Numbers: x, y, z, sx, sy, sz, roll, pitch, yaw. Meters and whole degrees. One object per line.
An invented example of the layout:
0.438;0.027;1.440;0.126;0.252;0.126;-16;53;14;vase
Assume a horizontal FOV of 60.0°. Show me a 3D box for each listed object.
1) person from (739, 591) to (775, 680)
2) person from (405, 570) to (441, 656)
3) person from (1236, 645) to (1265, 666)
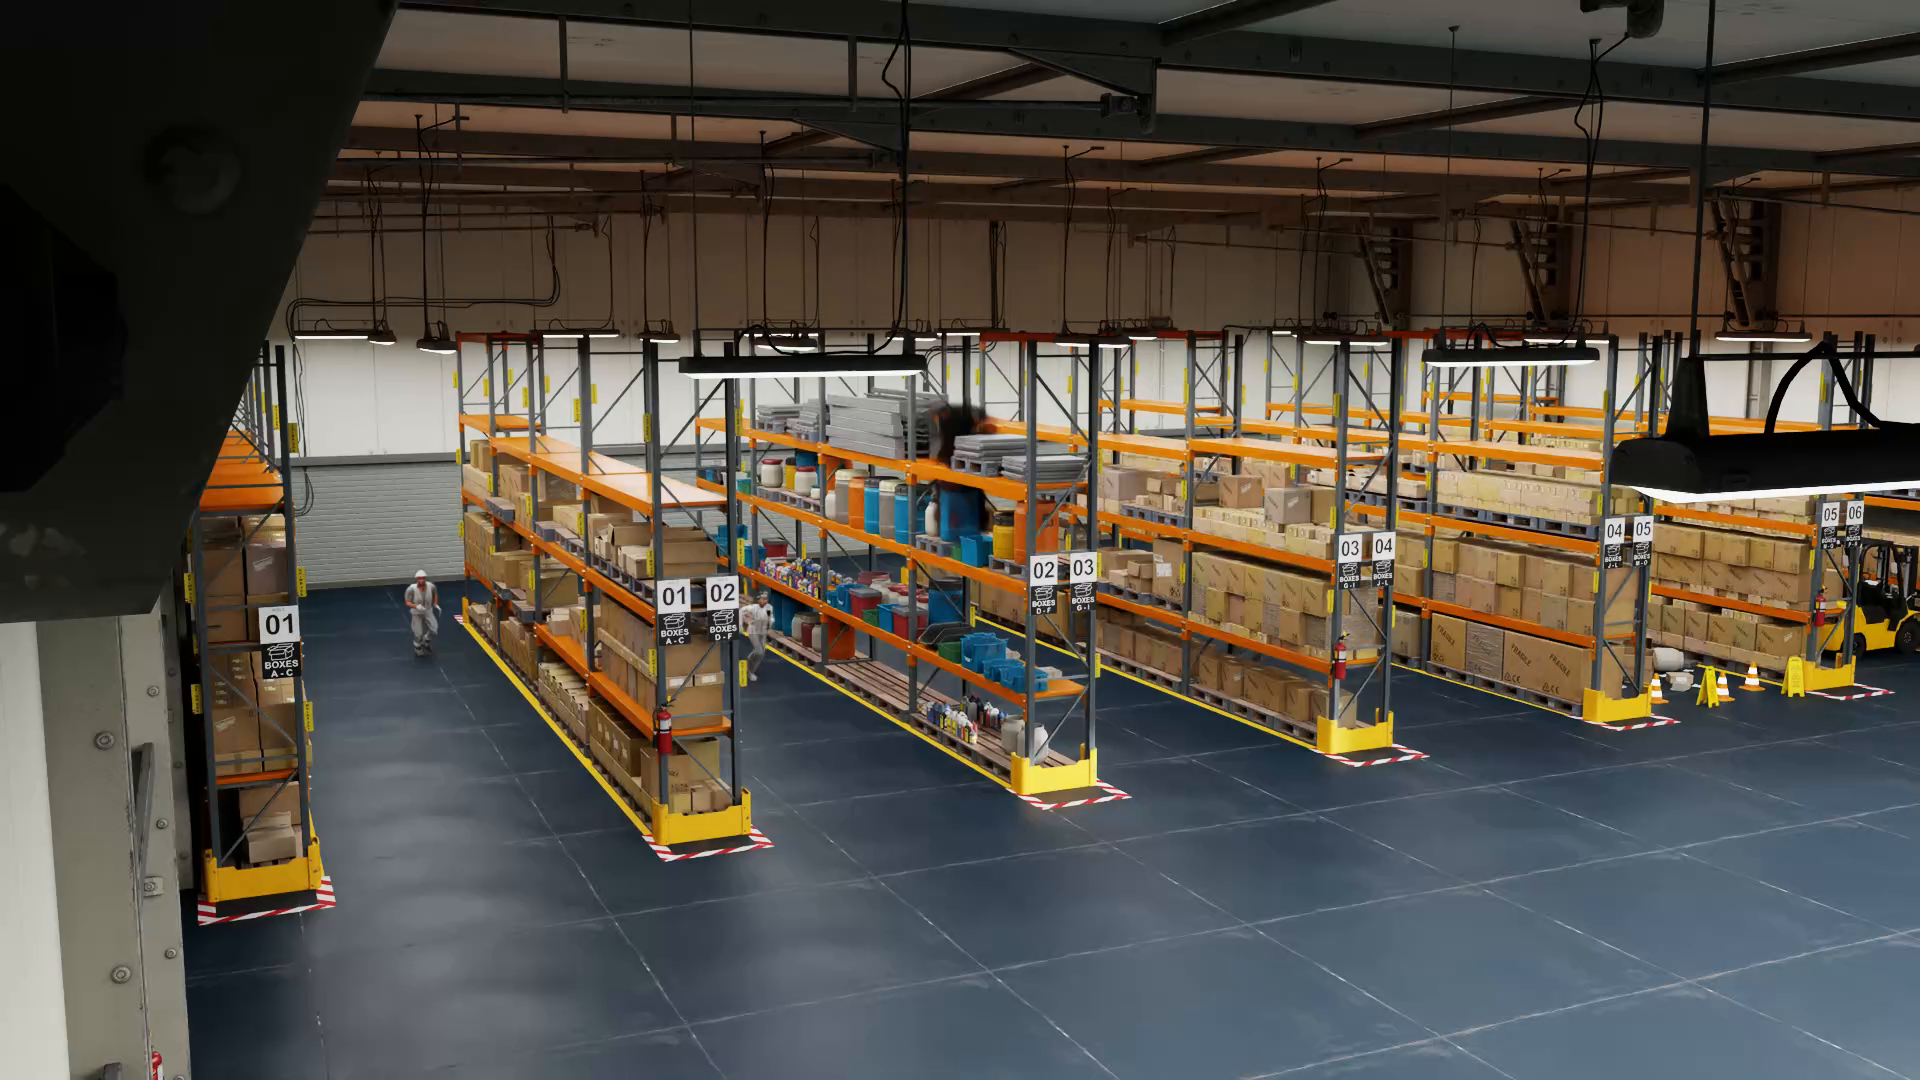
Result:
-3.494;1.657;28.866;0.606;1.611;0.684;-6;10;-38;person
-9.924;1.366;30.777;0.690;1.673;0.788;-5;9;-33;person
5.241;1.475;29.969;0.817;1.645;0.666;-3;8;-24;person
